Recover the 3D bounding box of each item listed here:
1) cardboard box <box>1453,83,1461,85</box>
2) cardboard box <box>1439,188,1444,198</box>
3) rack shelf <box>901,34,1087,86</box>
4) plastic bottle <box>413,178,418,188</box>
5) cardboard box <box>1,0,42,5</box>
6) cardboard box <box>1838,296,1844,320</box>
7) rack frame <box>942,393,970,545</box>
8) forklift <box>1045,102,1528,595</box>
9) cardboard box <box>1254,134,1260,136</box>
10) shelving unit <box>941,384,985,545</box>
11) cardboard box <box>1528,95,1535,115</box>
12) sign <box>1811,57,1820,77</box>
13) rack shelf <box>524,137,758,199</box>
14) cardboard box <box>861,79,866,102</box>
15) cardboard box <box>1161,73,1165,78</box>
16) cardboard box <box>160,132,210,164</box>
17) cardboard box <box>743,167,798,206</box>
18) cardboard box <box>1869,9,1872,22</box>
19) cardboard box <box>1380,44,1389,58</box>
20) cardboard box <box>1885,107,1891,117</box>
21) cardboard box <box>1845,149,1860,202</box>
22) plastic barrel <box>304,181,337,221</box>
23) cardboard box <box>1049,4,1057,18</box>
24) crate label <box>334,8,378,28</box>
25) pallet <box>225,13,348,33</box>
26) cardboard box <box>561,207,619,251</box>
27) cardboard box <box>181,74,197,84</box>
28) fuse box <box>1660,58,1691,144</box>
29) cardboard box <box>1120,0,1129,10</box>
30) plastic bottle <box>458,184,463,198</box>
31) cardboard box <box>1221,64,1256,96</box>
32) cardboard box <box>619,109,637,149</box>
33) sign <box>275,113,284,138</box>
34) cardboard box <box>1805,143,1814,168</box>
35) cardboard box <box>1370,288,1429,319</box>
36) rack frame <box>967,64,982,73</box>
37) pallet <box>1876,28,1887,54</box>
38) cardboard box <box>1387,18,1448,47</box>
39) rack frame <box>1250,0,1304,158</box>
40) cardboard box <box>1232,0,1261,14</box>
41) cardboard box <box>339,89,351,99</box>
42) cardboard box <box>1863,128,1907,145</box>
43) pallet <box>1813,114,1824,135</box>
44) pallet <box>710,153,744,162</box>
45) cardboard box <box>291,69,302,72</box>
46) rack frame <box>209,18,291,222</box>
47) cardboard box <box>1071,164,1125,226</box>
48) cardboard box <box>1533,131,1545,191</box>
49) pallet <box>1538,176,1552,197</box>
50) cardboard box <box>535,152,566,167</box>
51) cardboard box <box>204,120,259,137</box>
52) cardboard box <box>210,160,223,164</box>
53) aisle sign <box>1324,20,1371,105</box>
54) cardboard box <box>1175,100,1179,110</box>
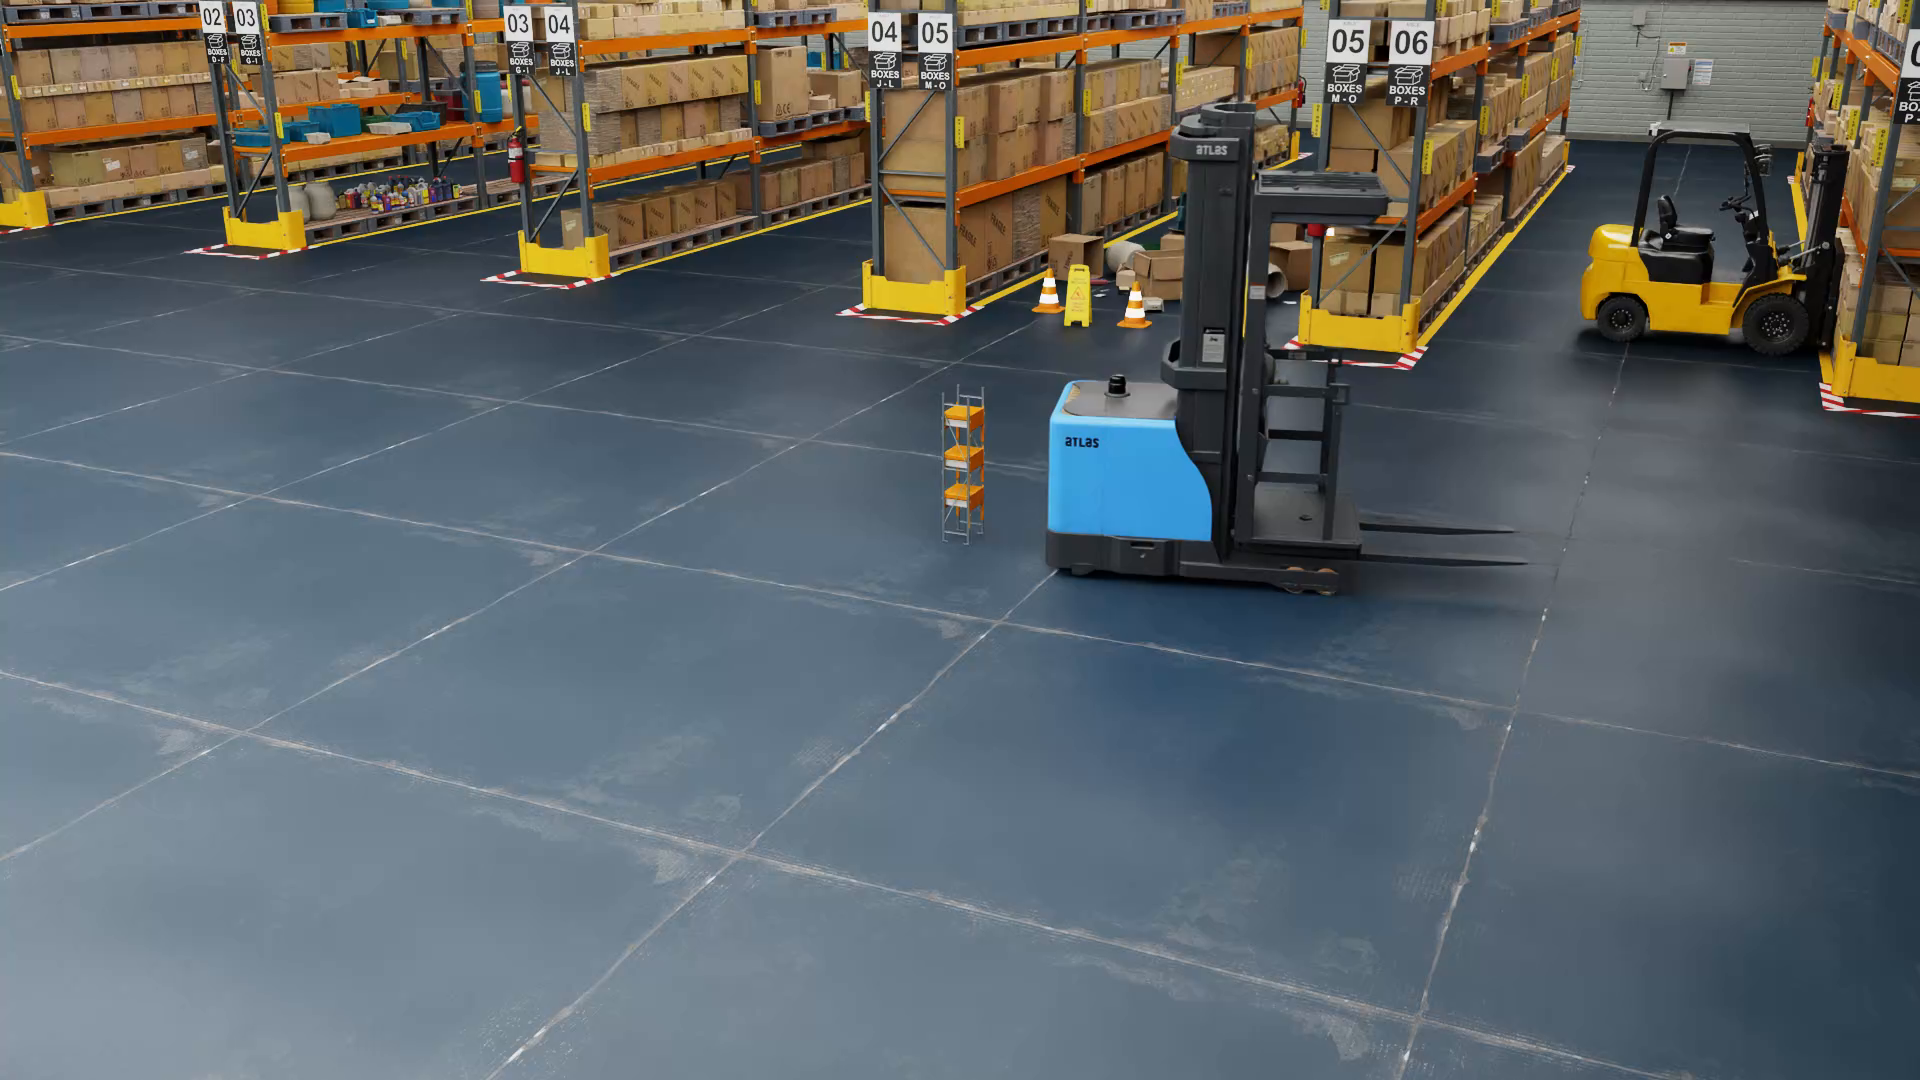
[{"bbox_3d":[6.511,-5.795,22.068,0.500,0.500,0.500,9,21,24],"label":"cardboard box"},{"bbox_3d":[5.059,-3.821,18.110,0.380,0.149,0.250,8,21,21],"label":"cardboard box"},{"bbox_3d":[0.310,-5.728,19.695,1.077,0.370,4.000,9,21,23],"label":"rack shelf"},{"bbox_3d":[-8.414,-5.429,25.656,0.061,0.283,0.133,9,21,23],"label":"plastic bottle"},{"bbox_3d":[-13.790,-8.015,24.063,0.797,0.503,0.637,10,22,26],"label":"cardboard box"},{"bbox_3d":[8.708,-2.195,15.896,0.500,0.250,0.500,8,21,22],"label":"cardboard box"},{"bbox_3d":[-0.028,-0.474,11.234,0.200,1.050,0.008,9,21,23],"label":"rack frame"},{"bbox_3d":[2.122,-1.224,10.537,3.031,2.935,1.130,3,20,9],"label":"forklift"},{"bbox_3d":[5.261,-7.327,30.334,0.380,0.149,0.250,8,21,20],"label":"cardboard box"},{"bbox_3d":[0.022,-0.511,11.339,0.215,1.050,0.252,9,21,23],"label":"shelving unit"},{"bbox_3d":[8.185,-6.434,24.561,0.500,0.250,0.500,8,21,22],"label":"cardboard box"},{"bbox_3d":[14.635,-8.087,28.441,0.100,0.325,0.005,9,21,23],"label":"sign"},{"bbox_3d":[-4.174,-5.026,22.199,1.077,0.370,4.000,9,21,23],"label":"rack shelf"},{"bbox_3d":[-1.741,-7.431,27.739,0.500,0.500,0.500,9,22,24],"label":"cardboard box"},{"bbox_3d":[3.081,-7.455,26.816,0.380,0.149,0.250,10,22,25],"label":"cardboard box"},{"bbox_3d":[-12.866,-6.494,27.609,0.500,0.500,0.500,9,21,23],"label":"cardboard box"},{"bbox_3d":[-2.871,-5.334,25.065,0.700,0.500,0.500,8,21,22],"label":"cardboard box"},{"bbox_3d":[10.390,-5.854,18.577,0.380,0.149,0.250,8,21,23],"label":"cardboard box"},{"bbox_3d":[4.151,-4.993,16.931,0.380,0.149,0.250,9,22,24],"label":"cardboard box"},{"bbox_3d":[11.906,-5.385,21.017,0.380,0.149,0.250,9,22,24],"label":"cardboard box"},{"bbox_3d":[9.796,-3.884,17.764,0.500,0.500,0.500,8,21,21],"label":"cardboard box"},{"bbox_3d":[-9.106,-4.824,23.642,0.421,0.512,0.421,0,20,0],"label":"plastic barrel"},{"bbox_3d":[0.959,-6.415,20.153,0.380,0.149,0.250,9,21,23],"label":"cardboard box"},{"bbox_3d":[-8.443,-7.303,23.274,0.502,0.251,0.408,9,21,23],"label":"crate label"},{"bbox_3d":[-9.083,-6.997,22.472,1.003,0.211,1.213,9,21,23],"label":"pallet"},{"bbox_3d":[-4.722,-3.962,21.238,0.500,0.500,0.500,13,23,33],"label":"cardboard box"},{"bbox_3d":[-12.515,-7.421,26.743,0.380,0.149,0.250,8,21,21],"label":"cardboard box"},{"bbox_3d":[14.745,-9.072,34.425,0.539,1.711,0.414,9,21,23],"label":"fuse box"},{"bbox_3d":[2.089,-7.403,22.756,0.396,0.266,0.258,9,21,23],"label":"cardboard box"},{"bbox_3d":[-7.738,-5.391,25.671,0.097,0.201,0.097,0,20,0],"label":"plastic bottle"},{"bbox_3d":[4.838,-8.015,28.935,0.500,0.500,0.500,8,21,22],"label":"cardboard box"},{"bbox_3d":[-4.647,-5.275,21.231,0.875,0.500,0.500,9,21,23],"label":"cardboard box"},{"bbox_3d":[-9.011,-5.487,22.008,0.100,0.325,0.005,9,21,23],"label":"sign"},{"bbox_3d":[14.793,-6.453,28.235,0.797,0.503,0.637,8,21,21],"label":"cardboard box"},{"bbox_3d":[4.631,-2.505,17.512,0.500,0.250,0.500,8,21,22],"label":"cardboard box"},{"bbox_3d":[-0.079,-8.422,30.674,1.000,3.000,0.127,9,21,23],"label":"rack frame"},{"bbox_3d":[9.891,-5.044,16.831,1.003,0.211,1.213,9,21,23],"label":"pallet"},{"bbox_3d":[4.497,-4.994,16.337,0.500,0.250,0.500,8,21,22],"label":"cardboard box"},{"bbox_3d":[6.043,-8.933,32.112,1.000,3.000,0.127,9,21,23],"label":"rack frame"},{"bbox_3d":[4.835,-9.158,28.492,0.500,0.250,0.500,10,22,25],"label":"cardboard box"},{"bbox_3d":[-11.224,-8.044,29.985,0.380,0.149,0.250,10,22,27],"label":"cardboard box"},{"bbox_3d":[9.495,-4.137,17.063,0.380,0.149,0.250,9,22,24],"label":"cardboard box"},{"bbox_3d":[13.065,-6.063,24.326,1.003,0.211,1.213,9,21,23],"label":"pallet"},{"bbox_3d":[-4.951,-7.558,32.405,1.003,0.211,1.213,9,21,23],"label":"pallet"},{"bbox_3d":[-14.076,-9.827,34.971,0.380,0.149,0.250,8,21,21],"label":"cardboard box"},{"bbox_3d":[-9.511,-5.433,22.270,1.000,3.000,0.127,9,21,23],"label":"rack frame"},{"bbox_3d":[1.700,-4.899,23.499,1.050,0.750,0.750,9,21,23],"label":"cardboard box"},{"bbox_3d":[8.781,-6.059,26.572,0.875,0.875,0.875,9,22,24],"label":"cardboard box"},{"bbox_3d":[9.345,-5.970,27.941,1.003,0.211,1.213,9,21,23],"label":"pallet"},{"bbox_3d":[-5.064,-4.751,20.726,0.380,0.149,0.250,9,21,23],"label":"cardboard box"},{"bbox_3d":[-14.853,-8.630,33.840,0.750,0.750,0.750,8,21,22],"label":"cardboard box"},{"bbox_3d":[-12.485,-6.406,28.481,0.500,0.250,0.500,8,21,22],"label":"cardboard box"},{"bbox_3d":[3.758,-4.640,16.158,0.394,0.787,0.004,9,21,23],"label":"aisle sign"},{"bbox_3d":[3.134,-6.676,25.513,0.380,0.149,0.250,8,21,22],"label":"cardboard box"}]
